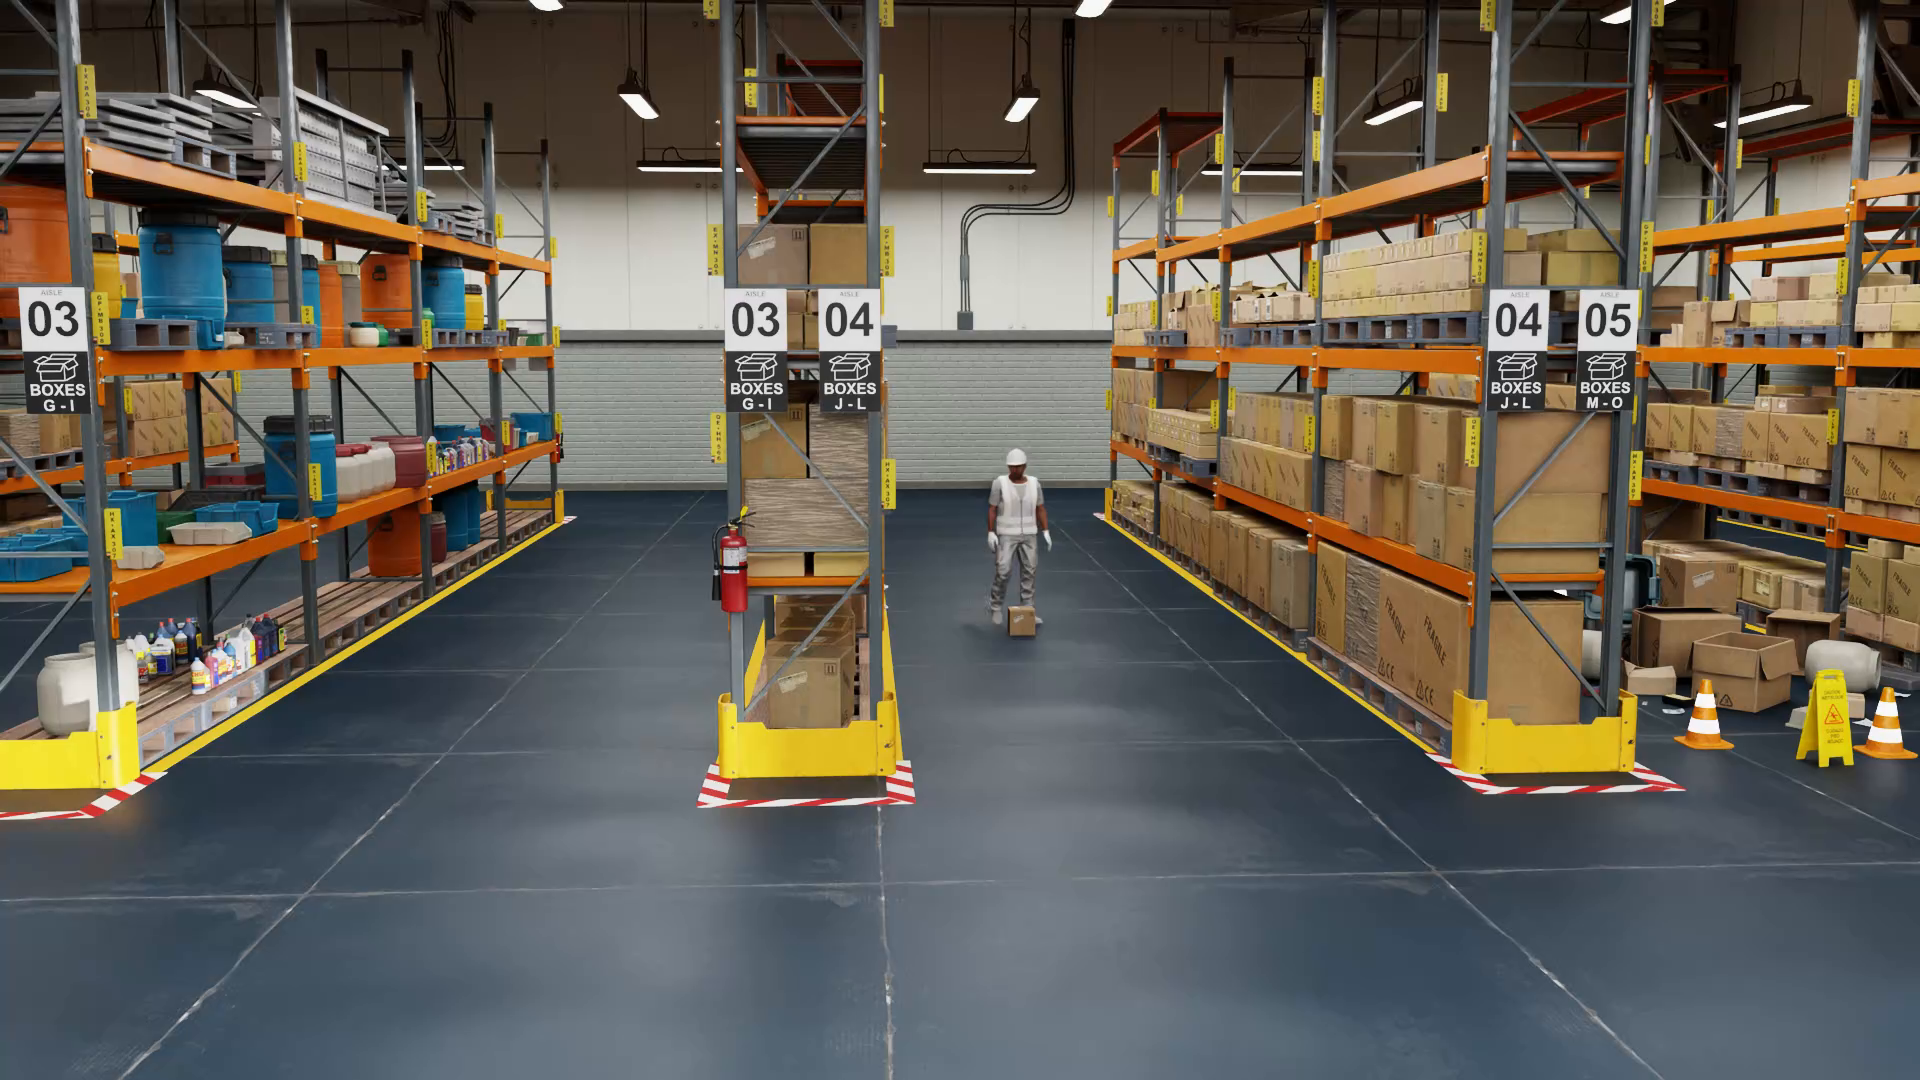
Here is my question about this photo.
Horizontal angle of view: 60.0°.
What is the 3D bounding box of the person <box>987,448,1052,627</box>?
[{"bbox_3d":[0.602,-0.027,16.808,0.626,1.800,0.442,-2,7,-20],"label":"person"}]
